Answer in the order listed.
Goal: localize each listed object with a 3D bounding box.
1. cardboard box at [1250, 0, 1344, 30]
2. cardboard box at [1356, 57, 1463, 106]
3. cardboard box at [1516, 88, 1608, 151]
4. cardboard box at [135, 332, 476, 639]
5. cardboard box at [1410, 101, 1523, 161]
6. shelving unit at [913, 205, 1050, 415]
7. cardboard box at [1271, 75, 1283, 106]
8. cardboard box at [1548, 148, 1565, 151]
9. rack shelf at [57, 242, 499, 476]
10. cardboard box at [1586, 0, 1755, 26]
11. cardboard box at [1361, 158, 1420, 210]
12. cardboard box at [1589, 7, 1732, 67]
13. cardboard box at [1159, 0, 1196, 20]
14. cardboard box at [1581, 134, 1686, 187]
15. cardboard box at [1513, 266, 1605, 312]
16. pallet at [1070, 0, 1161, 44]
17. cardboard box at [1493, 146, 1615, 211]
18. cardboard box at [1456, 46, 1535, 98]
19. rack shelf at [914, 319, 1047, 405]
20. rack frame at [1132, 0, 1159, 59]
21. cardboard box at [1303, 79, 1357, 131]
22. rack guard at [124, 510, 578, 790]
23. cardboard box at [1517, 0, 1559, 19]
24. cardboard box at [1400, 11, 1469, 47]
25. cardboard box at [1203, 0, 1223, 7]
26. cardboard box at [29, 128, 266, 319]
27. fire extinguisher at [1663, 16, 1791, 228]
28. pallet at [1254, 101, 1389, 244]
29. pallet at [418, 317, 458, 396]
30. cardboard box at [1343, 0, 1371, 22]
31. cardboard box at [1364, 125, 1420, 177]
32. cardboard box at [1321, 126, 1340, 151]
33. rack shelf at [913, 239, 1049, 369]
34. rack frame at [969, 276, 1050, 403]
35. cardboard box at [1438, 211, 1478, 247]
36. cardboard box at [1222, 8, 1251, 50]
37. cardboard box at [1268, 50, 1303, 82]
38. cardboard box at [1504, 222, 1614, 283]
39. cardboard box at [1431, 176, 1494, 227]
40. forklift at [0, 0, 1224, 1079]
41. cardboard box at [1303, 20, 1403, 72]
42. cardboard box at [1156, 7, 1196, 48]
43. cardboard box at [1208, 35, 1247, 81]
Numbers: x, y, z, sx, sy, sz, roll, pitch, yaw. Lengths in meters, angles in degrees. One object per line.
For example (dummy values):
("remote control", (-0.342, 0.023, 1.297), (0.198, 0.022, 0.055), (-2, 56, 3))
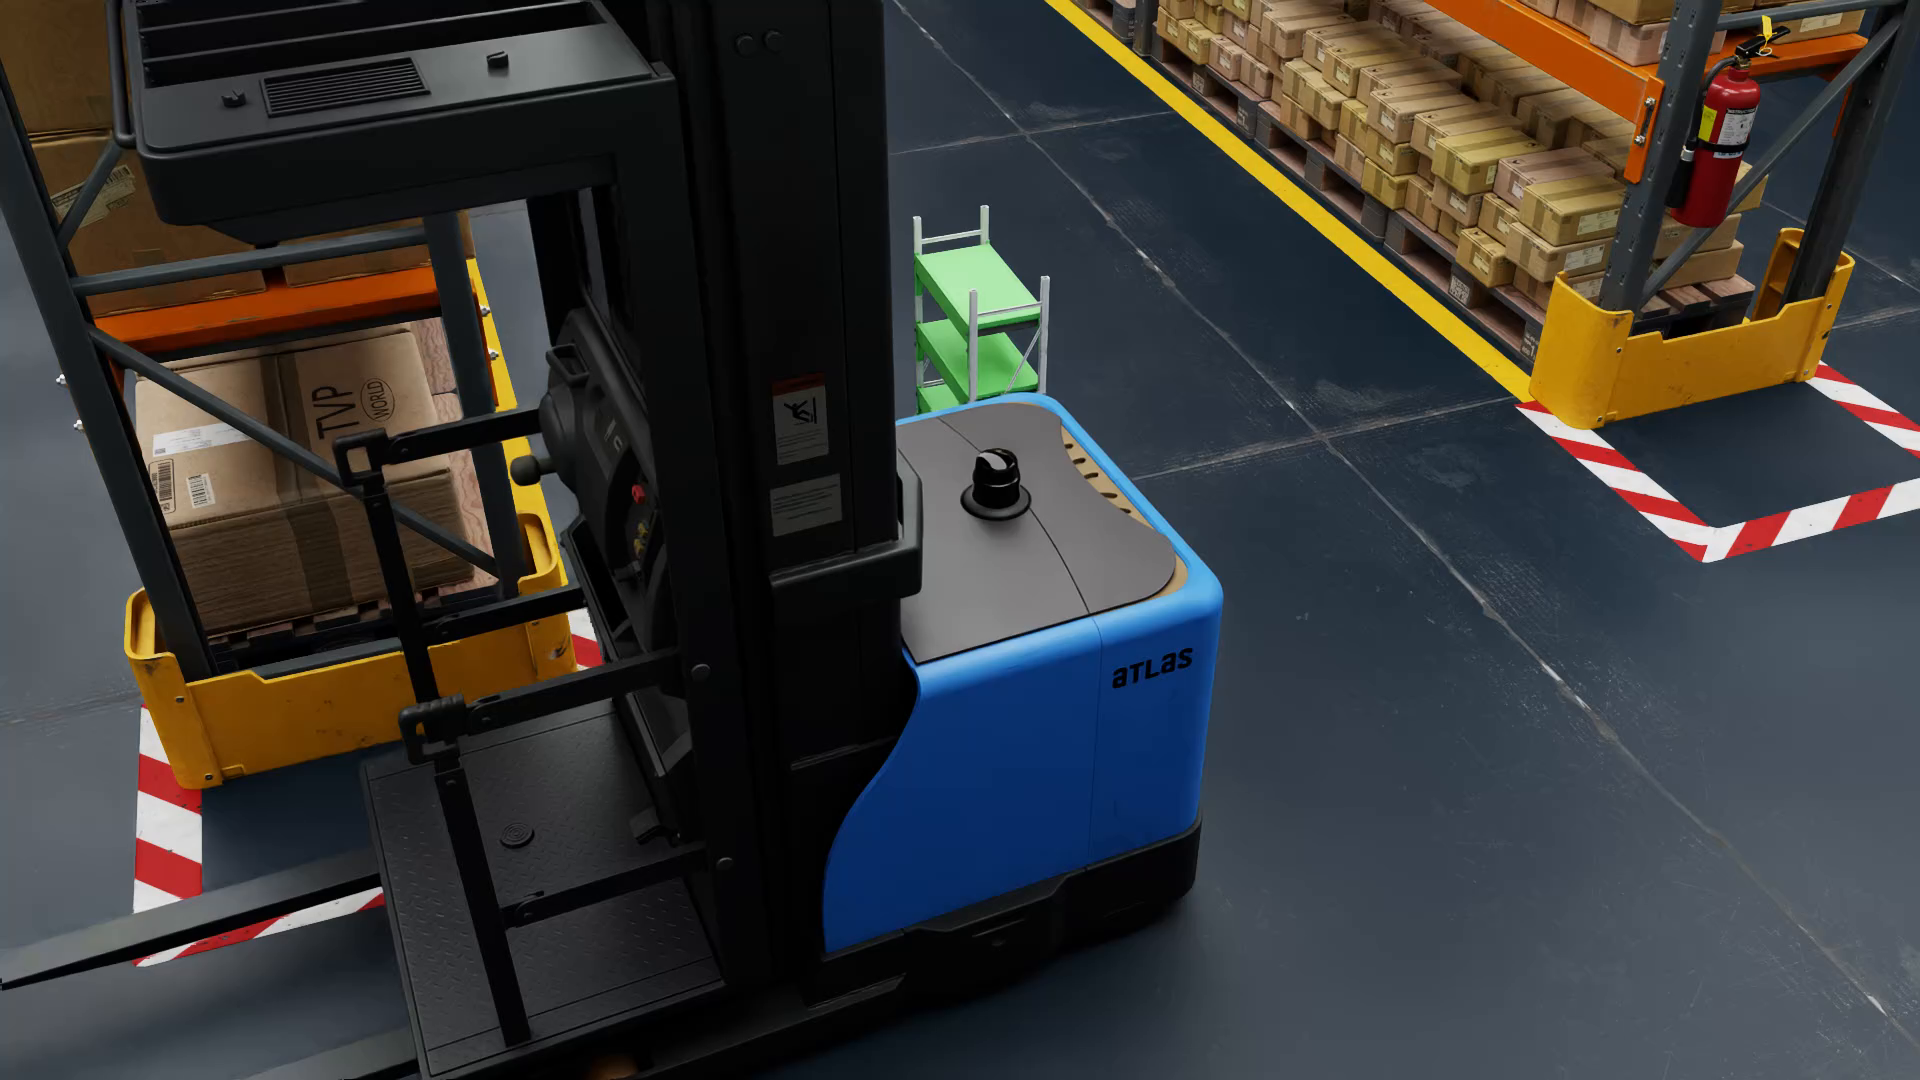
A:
("cardboard box", (1.675, -2.625, 8.268), (0.380, 0.149, 0.250), (-13, 39, -17))
("cardboard box", (2.022, -2.038, 7.488), (0.380, 0.149, 0.250), (-14, 39, -17))
("cardboard box", (2.645, -1.835, 7.219), (0.380, 0.149, 0.250), (-14, 39, -18))
("cardboard box", (-2.090, -0.194, 5.295), (0.875, 0.438, 0.875), (-14, 39, -17))
("cardboard box", (2.153, -1.726, 7.074), (0.380, 0.149, 0.250), (-14, 39, -18))
("shelving unit", (0.057, -0.386, 5.265), (0.258, 1.200, 0.503), (-12, 39, -16))
("cardboard box", (1.777, -2.238, 8.248), (0.380, 0.149, 0.250), (-14, 39, -18))
("cardboard box", (2.710, -1.730, 7.327), (0.380, 0.149, 0.250), (-11, 38, -15))
("rack shelf", (-2.457, -1.540, 5.899), (1.077, 0.370, 4.000), (-12, 39, -16))
("cardboard box", (2.448, -2.139, 5.766), (0.500, 0.500, 0.500), (-12, 39, -15))
("cardboard box", (2.029, -1.622, 7.430), (0.380, 0.149, 0.250), (-14, 39, -18))
("cardboard box", (2.466, -1.805, 5.861), (0.380, 0.149, 0.250), (-12, 39, -16))
("cardboard box", (1.292, -2.916, 8.901), (0.380, 0.149, 0.250), (-11, 38, -14))
("cardboard box", (2.775, -1.543, 6.831), (0.380, 0.149, 0.250), (-12, 39, -15))
("cardboard box", (2.467, -1.062, 6.688), (0.380, 0.149, 0.250), (-12, 39, -15))
("pallet", (1.198, -3.365, 10.041), (1.003, 0.211, 1.213), (-12, 39, -16))
("cardboard box", (2.391, -1.446, 6.703), (0.380, 0.149, 0.250), (-12, 39, -15))
("cardboard box", (2.511, -2.152, 7.639), (0.380, 0.149, 0.250), (-12, 39, -15))
("rack shelf", (0.057, -0.526, 5.159), (0.258, 0.148, 0.480), (-12, 39, -16))
("rack frame", (1.467, -4.039, 8.619), (1.000, 3.000, 0.127), (-12, 39, -16))
("cardboard box", (1.832, -2.048, 7.749), (0.380, 0.149, 0.250), (-12, 39, -15))
("rack guard", (-1.761, 0.315, 4.917), (1.175, 0.500, 0.348), (-12, 39, -16))
("cardboard box", (2.315, -2.091, 6.242), (0.380, 0.149, 0.250), (-13, 39, -16))
("cardboard box", (2.352, -2.437, 8.018), (0.380, 0.149, 0.250), (-14, 39, -18))
("cardboard box", (1.430, -2.900, 8.633), (0.380, 0.149, 0.250), (-11, 38, -14))
("cardboard box", (-2.184, -0.955, 4.441), (0.500, 0.500, 0.500), (-12, 39, -16))
("fire extinguisher", (2.497, -1.361, 5.439), (0.296, 0.674, 0.183), (-12, 39, -16))
("pallet", (2.155, -1.863, 8.047), (1.003, 0.211, 1.213), (-12, 39, -16))
("pallet", (-2.534, -0.707, 6.513), (1.003, 0.211, 1.213), (-12, 39, -16))
("cardboard box", (2.068, -2.720, 8.394), (0.380, 0.149, 0.250), (-11, 38, -14))
("cardboard box", (2.023, -1.749, 7.352), (0.380, 0.149, 0.250), (-12, 39, -15))
("cardboard box", (1.938, -1.939, 7.851), (0.380, 0.149, 0.250), (-11, 38, -15))
("rack shelf", (0.057, -0.718, 5.015), (0.258, 0.148, 0.480), (-12, 39, -16))
("rack frame", (0.141, -0.248, 5.082), (0.240, 1.200, 0.015), (-12, 39, -16))
("cardboard box", (2.273, -1.354, 7.075), (0.380, 0.149, 0.250), (-13, 39, -16))
("cardboard box", (1.581, -2.661, 8.563), (0.380, 0.149, 0.250), (-13, 39, -16))
("cardboard box", (1.743, -2.348, 8.147), (0.380, 0.149, 0.250), (-11, 38, -14))
("cardboard box", (2.394, -1.166, 6.578), (0.380, 0.149, 0.250), (-13, 39, -17))
("cardboard box", (2.214, -1.459, 6.967), (0.380, 0.149, 0.250), (-14, 39, -18))
("forklift", (-0.936, -0.116, 3.468), (3.031, 2.935, 1.130), (-15, 39, -19))
("cardboard box", (1.857, -2.327, 7.873), (0.380, 0.149, 0.250), (-14, 39, -18))
("cardboard box", (1.291, -2.796, 8.989), (0.380, 0.149, 0.250), (-14, 39, -18))
("cardboard box", (1.517, -2.516, 8.617), (0.380, 0.149, 0.250), (-13, 39, -16))
